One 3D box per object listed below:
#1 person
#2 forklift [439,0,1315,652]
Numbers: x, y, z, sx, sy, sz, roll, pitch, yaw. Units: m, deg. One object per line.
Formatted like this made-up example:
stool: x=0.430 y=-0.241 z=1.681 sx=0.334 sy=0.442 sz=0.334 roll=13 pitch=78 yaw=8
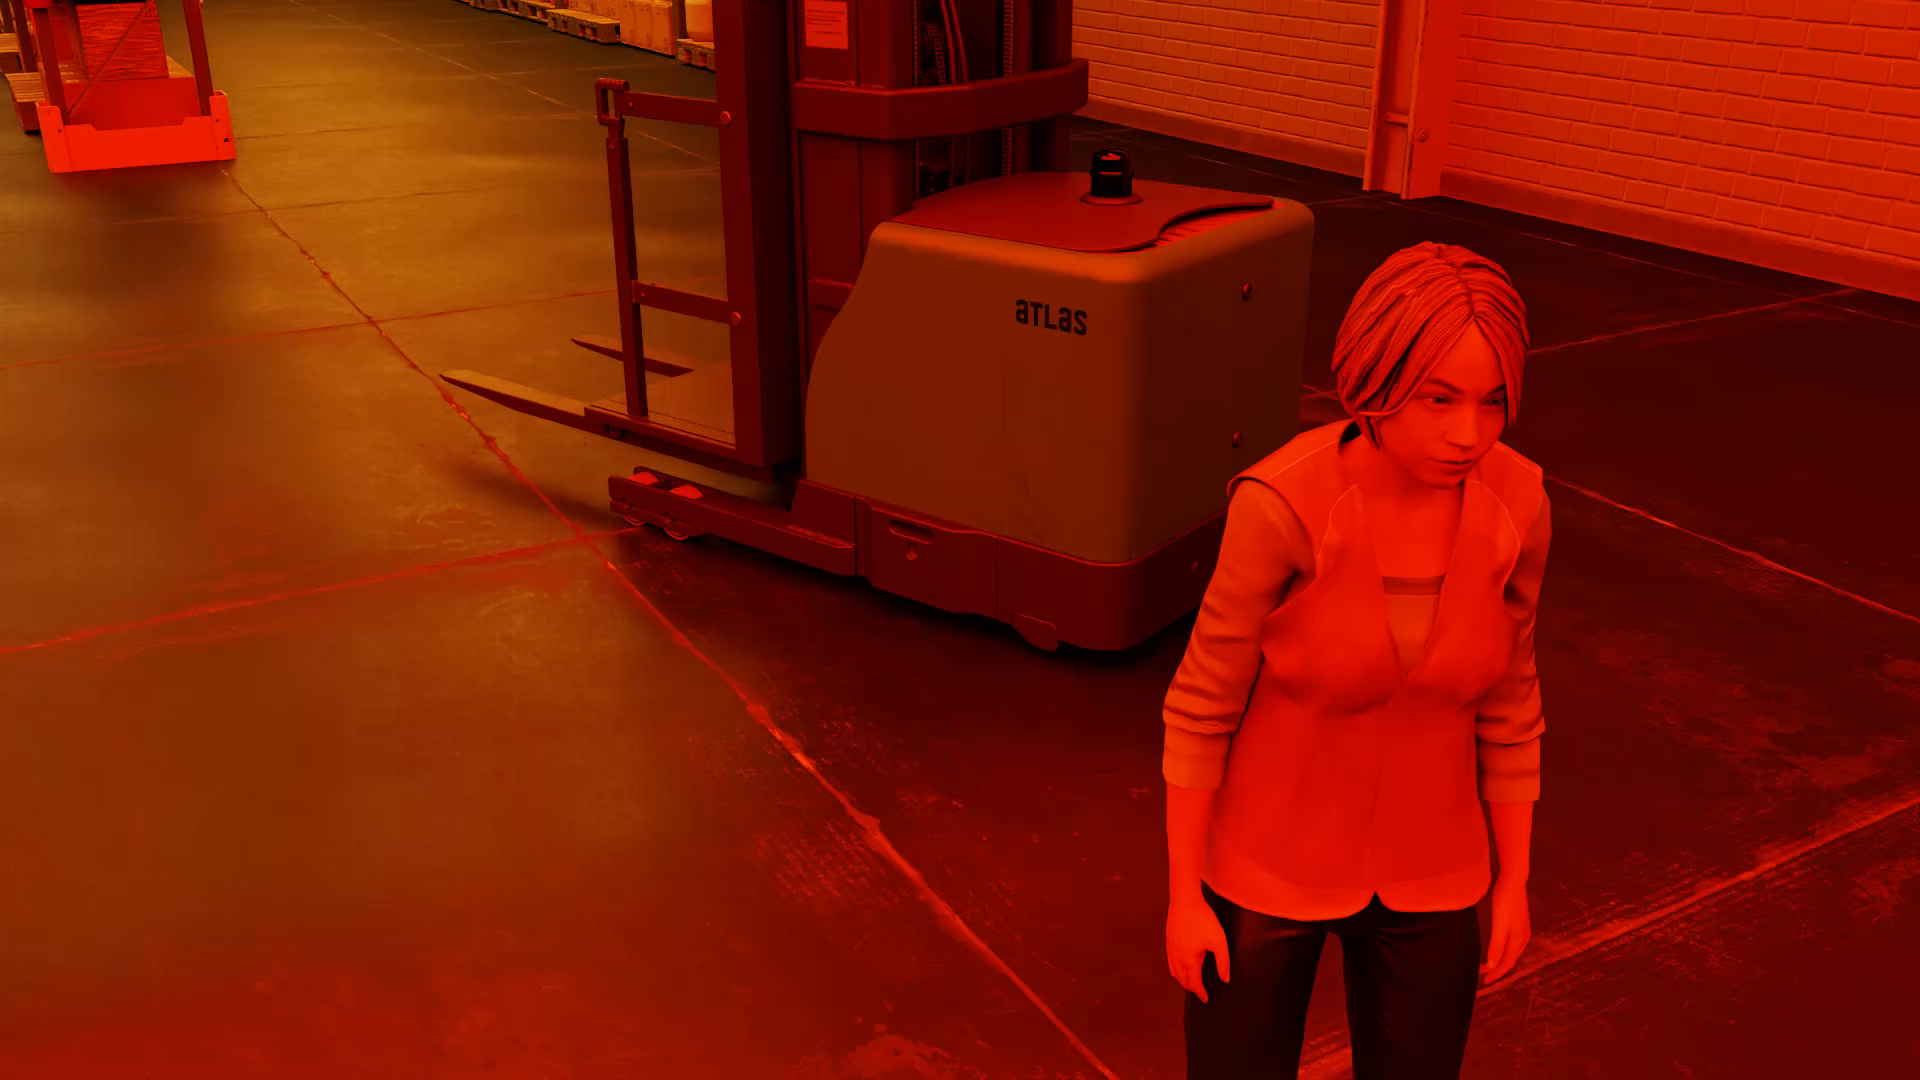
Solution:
person: x=0.461 y=0.430 z=2.003 sx=0.464 sy=1.582 sz=0.345 roll=-3 pitch=22 yaw=-6
forklift: x=-0.481 y=-1.497 z=4.922 sx=3.031 sy=2.935 sz=1.130 roll=16 pitch=27 yaw=34
